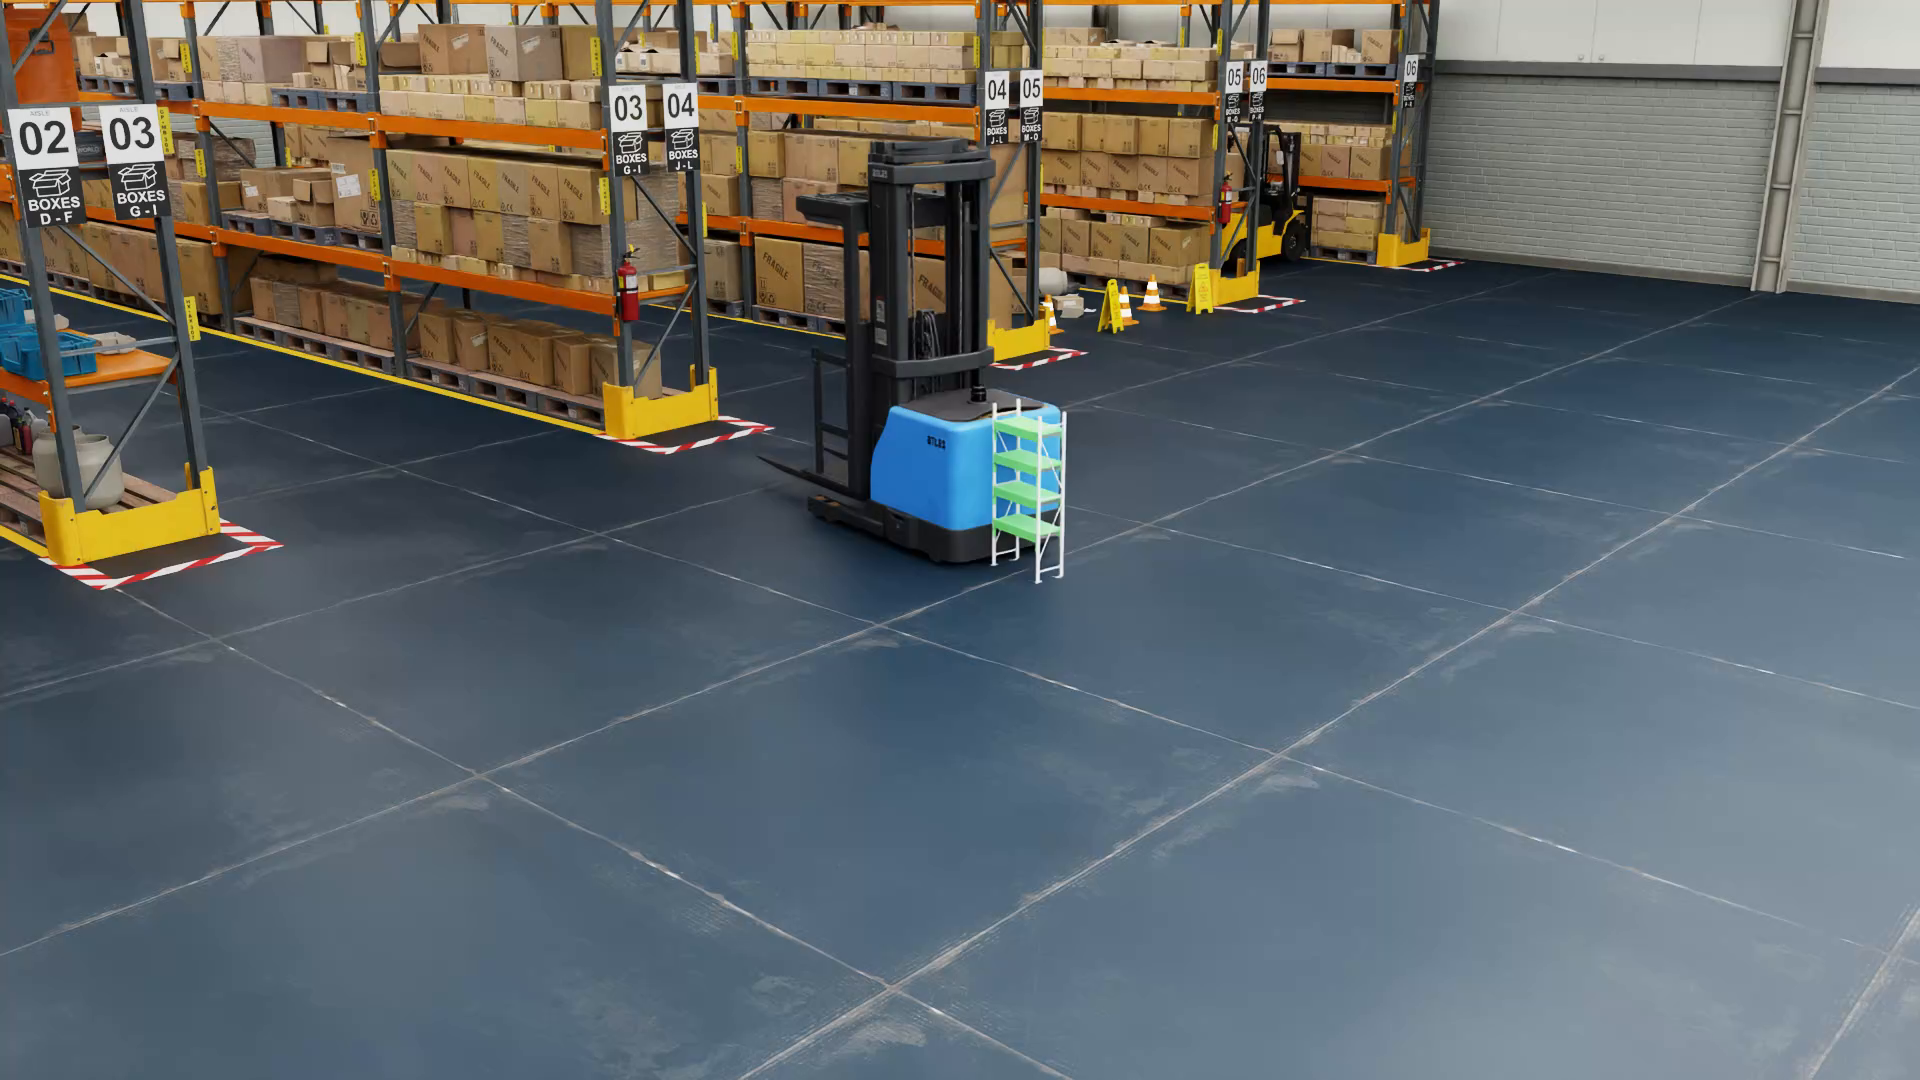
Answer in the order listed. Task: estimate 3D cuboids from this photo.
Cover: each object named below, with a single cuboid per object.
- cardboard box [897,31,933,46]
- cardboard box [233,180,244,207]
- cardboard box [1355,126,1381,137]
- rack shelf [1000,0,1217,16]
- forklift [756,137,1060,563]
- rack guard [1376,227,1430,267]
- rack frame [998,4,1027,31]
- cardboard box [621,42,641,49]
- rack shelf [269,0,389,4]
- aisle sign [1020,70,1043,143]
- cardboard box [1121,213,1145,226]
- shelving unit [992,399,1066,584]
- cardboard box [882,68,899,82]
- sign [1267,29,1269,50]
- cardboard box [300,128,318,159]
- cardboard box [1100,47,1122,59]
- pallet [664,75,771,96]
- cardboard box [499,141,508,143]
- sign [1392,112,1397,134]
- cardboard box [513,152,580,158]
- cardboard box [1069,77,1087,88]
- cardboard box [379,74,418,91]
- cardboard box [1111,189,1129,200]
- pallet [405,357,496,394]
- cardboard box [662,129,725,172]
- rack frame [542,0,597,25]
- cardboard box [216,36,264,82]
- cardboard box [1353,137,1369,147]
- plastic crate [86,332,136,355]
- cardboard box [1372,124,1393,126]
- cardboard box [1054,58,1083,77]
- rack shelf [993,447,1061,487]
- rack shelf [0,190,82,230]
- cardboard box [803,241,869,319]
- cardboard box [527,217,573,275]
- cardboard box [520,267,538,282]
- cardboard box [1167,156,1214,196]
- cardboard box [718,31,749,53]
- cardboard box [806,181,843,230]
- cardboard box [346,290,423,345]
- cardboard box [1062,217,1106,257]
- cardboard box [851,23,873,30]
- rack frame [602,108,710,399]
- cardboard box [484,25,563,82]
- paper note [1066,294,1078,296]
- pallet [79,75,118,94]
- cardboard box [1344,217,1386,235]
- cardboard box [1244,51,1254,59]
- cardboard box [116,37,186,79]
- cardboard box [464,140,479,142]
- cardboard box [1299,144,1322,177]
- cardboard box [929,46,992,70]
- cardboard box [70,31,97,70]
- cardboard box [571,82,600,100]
[{"bbox_3d":[-0.493,-5.697,18.881,0.250,0.149,0.380,16,23,40],"label":"cardboard box"},{"bbox_3d":[-8.978,-4.325,21.117,0.500,0.500,0.500,16,24,41],"label":"cardboard box"},{"bbox_3d":[6.445,-6.444,26.227,0.250,0.149,0.380,15,23,39],"label":"cardboard box"},{"bbox_3d":[2.571,-9.409,29.233,4.000,0.370,1.077,15,23,39],"label":"rack shelf"},{"bbox_3d":[-0.550,-1.611,12.844,1.130,2.935,3.031,-13,22,-36],"label":"forklift"},{"bbox_3d":[7.076,-4.682,26.538,0.348,0.500,1.175,15,23,39],"label":"rack guard"},{"bbox_3d":[1.075,-10.344,30.329,0.127,3.000,1.000,15,23,39],"label":"rack frame"},{"bbox_3d":[-5.899,-8.833,29.890,0.258,0.266,0.396,16,24,41],"label":"cardboard box"},{"bbox_3d":[-9.915,-8.940,27.101,4.000,0.370,1.077,15,23,39],"label":"rack shelf"},{"bbox_3d":[0.808,-4.907,18.817,0.004,0.787,0.394,15,23,39],"label":"aisle sign"},{"bbox_3d":[2.489,-4.522,23.442,0.250,0.149,0.380,16,23,40],"label":"cardboard box"},{"bbox_3d":[0.479,-0.346,11.720,0.258,1.200,0.503,-13,22,-36],"label":"shelving unit"},{"bbox_3d":[-0.679,-5.367,19.160,0.250,0.149,0.380,15,23,38],"label":"cardboard box"},{"bbox_3d":[4.126,-6.724,22.435,0.005,0.325,0.100,15,23,39],"label":"sign"},{"bbox_3d":[-10.841,-6.762,28.302,0.500,0.500,0.500,15,23,39],"label":"cardboard box"},{"bbox_3d":[2.148,-6.746,23.048,0.250,0.149,0.380,16,23,41],"label":"cardboard box"},{"bbox_3d":[-3.154,-5.929,21.692,1.217,0.209,0.805,14,22,37],"label":"pallet"},{"bbox_3d":[-6.813,-6.036,25.409,0.250,0.149,0.380,15,23,39],"label":"cardboard box"},{"bbox_3d":[6.688,-6.423,25.586,0.005,0.325,0.100,15,23,39],"label":"sign"},{"bbox_3d":[-4.164,-3.652,16.849,0.500,0.500,0.500,15,23,39],"label":"cardboard box"},{"bbox_3d":[1.751,-6.471,23.499,0.250,0.149,0.380,14,23,38],"label":"cardboard box"},{"bbox_3d":[-5.765,-4.729,17.183,0.250,0.149,0.380,14,22,38],"label":"cardboard box"},{"bbox_3d":[2.341,-4.902,23.516,0.250,0.149,0.380,15,23,39],"label":"cardboard box"},{"bbox_3d":[-5.278,-1.860,18.122,1.213,0.211,1.003,15,23,39],"label":"pallet"},{"bbox_3d":[-3.575,-5.244,22.360,0.500,0.500,0.700,15,23,40],"label":"cardboard box"},{"bbox_3d":[-5.427,-8.080,23.195,0.127,3.000,1.000,15,23,39],"label":"rack frame"},{"bbox_3d":[-8.237,-5.579,19.282,0.500,0.500,0.500,15,23,40],"label":"cardboard box"},{"bbox_3d":[6.402,-6.286,26.222,0.250,0.149,0.380,16,23,40],"label":"cardboard box"},{"bbox_3d":[-6.555,-1.519,12.874,0.250,0.136,0.298,15,23,39],"label":"plastic crate"},{"bbox_3d":[6.791,-6.560,26.595,0.250,0.149,0.380,16,24,41],"label":"cardboard box"},{"bbox_3d":[1.680,-6.702,23.569,0.500,0.250,0.500,15,23,40],"label":"cardboard box"},{"bbox_3d":[0.479,-0.514,11.667,0.258,0.148,0.480,-13,22,-36],"label":"rack shelf"},{"bbox_3d":[-13.283,-4.980,24.536,4.000,0.370,1.077,15,23,39],"label":"rack shelf"},{"bbox_3d":[-1.335,-3.283,20.815,0.875,0.875,0.875,15,23,40],"label":"cardboard box"},{"bbox_3d":[-3.658,-2.892,16.108,0.500,0.500,0.875,15,23,39],"label":"cardboard box"},{"bbox_3d":[-4.108,-2.650,16.420,0.250,0.149,0.380,15,23,39],"label":"cardboard box"},{"bbox_3d":[3.177,-4.991,22.721,0.500,0.500,0.500,15,23,38],"label":"cardboard box"},{"bbox_3d":[-3.728,-8.327,28.071,0.500,0.500,0.500,15,23,40],"label":"cardboard box"},{"bbox_3d":[-1.400,-4.177,20.567,0.550,0.550,0.875,15,23,39],"label":"cardboard box"},{"bbox_3d":[-6.593,-2.562,19.131,0.500,0.500,0.700,15,23,39],"label":"cardboard box"},{"bbox_3d":[1.831,-4.416,24.179,0.500,0.500,0.500,17,24,42],"label":"cardboard box"},{"bbox_3d":[-1.924,-10.045,32.726,0.258,0.266,0.396,15,23,39],"label":"cardboard box"},{"bbox_3d":[-2.812,-2.512,15.569,0.127,3.000,1.000,15,23,39],"label":"rack frame"},{"bbox_3d":[-4.139,-4.624,15.780,0.500,0.500,0.500,15,23,39],"label":"cardboard box"},{"bbox_3d":[1.584,-3.466,23.483,0.148,0.019,0.142,7,19,21],"label":"paper note"},{"bbox_3d":[-11.068,-6.087,22.192,1.217,0.209,0.805,14,22,37],"label":"pallet"},{"bbox_3d":[6.487,-5.033,26.537,0.500,0.250,0.500,15,23,39],"label":"cardboard box"},{"bbox_3d":[4.775,-7.926,27.225,0.250,0.149,0.380,16,24,41],"label":"cardboard box"},{"bbox_3d":[-10.337,-6.203,21.375,0.637,0.503,0.797,15,23,39],"label":"cardboard box"},{"bbox_3d":[-7.462,-5.945,25.123,0.250,0.149,0.380,16,24,41],"label":"cardboard box"},{"bbox_3d":[5.750,-6.174,26.943,0.500,0.500,0.500,14,23,38],"label":"cardboard box"},{"bbox_3d":[0.005,-5.397,18.597,0.500,0.250,0.500,15,23,40],"label":"cardboard box"},{"bbox_3d":[-12.412,-6.791,23.066,0.500,0.500,0.700,13,22,36],"label":"cardboard box"},{"bbox_3d":[-3.343,-4.125,15.280,0.250,0.149,0.380,14,22,38],"label":"cardboard box"}]
